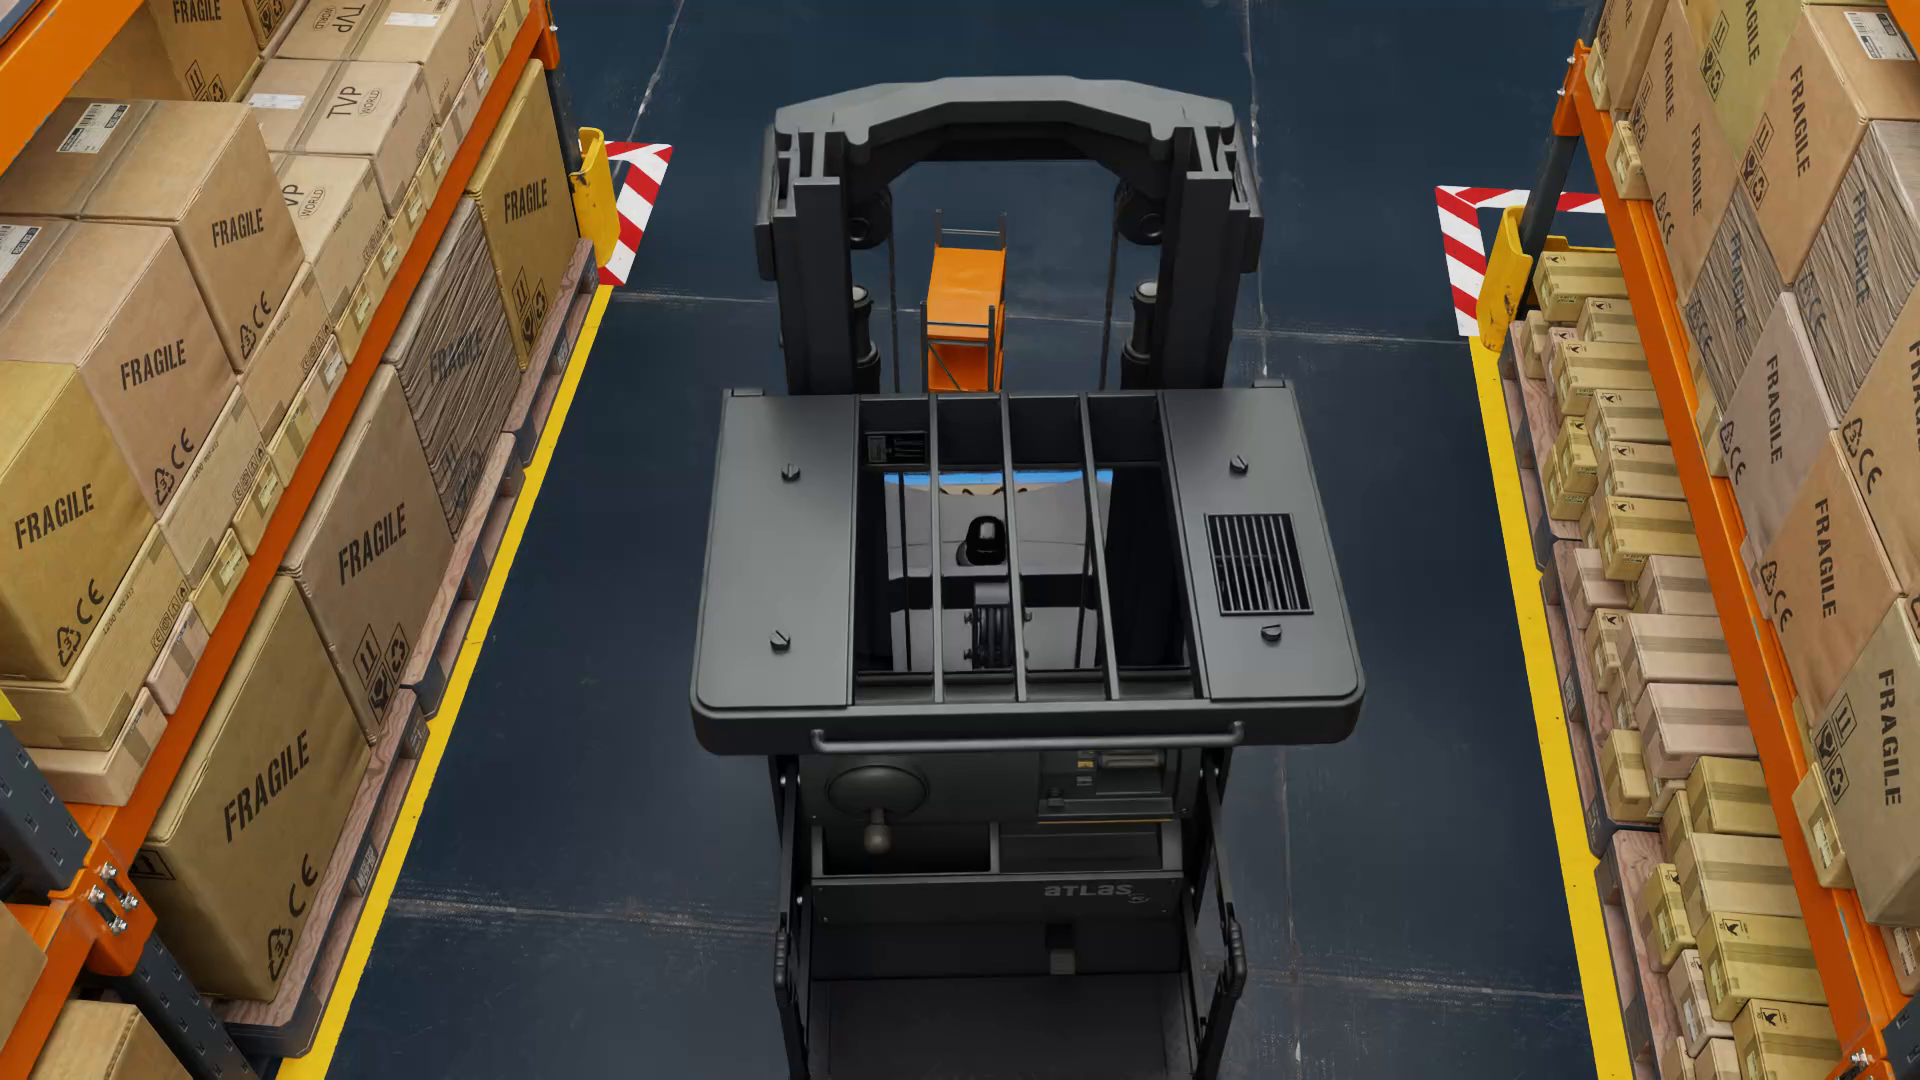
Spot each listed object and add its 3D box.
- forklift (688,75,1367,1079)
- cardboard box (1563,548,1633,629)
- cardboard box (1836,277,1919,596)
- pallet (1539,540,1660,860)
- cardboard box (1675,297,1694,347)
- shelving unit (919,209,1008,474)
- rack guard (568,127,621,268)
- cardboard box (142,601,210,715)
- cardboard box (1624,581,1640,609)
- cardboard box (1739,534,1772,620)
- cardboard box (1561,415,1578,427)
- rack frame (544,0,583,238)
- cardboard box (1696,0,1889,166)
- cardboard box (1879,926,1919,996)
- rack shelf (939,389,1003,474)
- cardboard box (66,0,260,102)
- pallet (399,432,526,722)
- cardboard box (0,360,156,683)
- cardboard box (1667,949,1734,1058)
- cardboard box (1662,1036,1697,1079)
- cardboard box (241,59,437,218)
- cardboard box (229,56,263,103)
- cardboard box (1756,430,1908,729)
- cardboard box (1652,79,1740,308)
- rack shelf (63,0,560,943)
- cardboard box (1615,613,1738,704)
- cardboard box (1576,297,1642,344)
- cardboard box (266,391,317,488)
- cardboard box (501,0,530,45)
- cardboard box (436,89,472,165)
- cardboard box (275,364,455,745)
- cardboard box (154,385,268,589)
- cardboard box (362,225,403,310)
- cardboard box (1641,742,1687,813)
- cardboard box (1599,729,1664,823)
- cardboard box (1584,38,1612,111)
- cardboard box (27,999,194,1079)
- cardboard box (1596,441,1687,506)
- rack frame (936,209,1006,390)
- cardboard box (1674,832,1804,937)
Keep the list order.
[{"bbox_3d":[0.100,0.623,3.694,1.130,2.935,3.031,-1,48,-1],"label":"forklift"},{"bbox_3d":[2.305,0.172,5.707,0.380,0.149,0.250,2,48,2],"label":"cardboard box"},{"bbox_3d":[2.250,-0.221,3.472,0.500,0.500,0.500,3,48,2],"label":"cardboard box"},{"bbox_3d":[2.569,0.541,5.612,1.003,0.211,1.213,4,48,4],"label":"pallet"},{"bbox_3d":[2.397,-0.683,5.012,0.380,0.149,0.250,3,48,3],"label":"cardboard box"},{"bbox_3d":[0.015,-0.527,5.919,0.258,1.200,0.503,4,48,4],"label":"shelving unit"},{"bbox_3d":[-2.129,-1.526,7.307,1.175,0.500,0.348,4,48,4],"label":"rack guard"},{"bbox_3d":[-2.113,0.284,4.128,0.380,0.149,0.250,2,48,2],"label":"cardboard box"},{"bbox_3d":[2.436,0.111,5.561,0.380,0.149,0.250,6,48,6],"label":"cardboard box"},{"bbox_3d":[2.270,0.076,4.318,0.380,0.149,0.250,2,48,2],"label":"cardboard box"},{"bbox_3d":[2.475,-0.380,6.212,0.380,0.149,0.250,4,48,4],"label":"cardboard box"},{"bbox_3d":[-2.131,-2.352,6.369,1.000,3.000,0.127,4,48,4],"label":"rack frame"},{"bbox_3d":[2.385,-1.352,4.507,0.500,0.500,0.500,3,48,3],"label":"cardboard box"},{"bbox_3d":[2.228,0.854,3.606,0.380,0.149,0.250,3,48,3],"label":"cardboard box"},{"bbox_3d":[0.015,-0.347,6.115,0.258,0.148,0.480,4,48,4],"label":"rack shelf"},{"bbox_3d":[-2.530,-1.572,5.047,0.500,0.500,0.500,3,48,2],"label":"cardboard box"},{"bbox_3d":[-2.239,0.076,6.038,1.003,0.211,1.213,4,48,4],"label":"pallet"},{"bbox_3d":[-2.197,-0.051,3.655,0.500,0.500,0.500,4,48,4],"label":"cardboard box"},{"bbox_3d":[2.159,1.262,4.508,0.380,0.149,0.250,2,48,2],"label":"cardboard box"},{"bbox_3d":[2.131,1.504,4.489,0.380,0.149,0.250,4,48,4],"label":"cardboard box"},{"bbox_3d":[-2.004,-1.281,5.289,0.500,0.250,0.500,2,48,2],"label":"cardboard box"},{"bbox_3d":[-2.534,-1.316,5.321,0.500,0.250,0.500,2,48,2],"label":"cardboard box"},{"bbox_3d":[2.246,0.105,3.852,0.500,0.500,0.500,3,48,2],"label":"cardboard box"},{"bbox_3d":[2.403,-1.013,4.875,0.500,0.500,0.500,4,48,4],"label":"cardboard box"},{"bbox_3d":[-2.313,-0.640,5.290,1.077,0.370,4.000,4,48,4],"label":"rack shelf"},{"bbox_3d":[2.254,0.372,5.121,0.380,0.149,0.250,2,48,2],"label":"cardboard box"},{"bbox_3d":[2.508,-0.752,6.149,0.380,0.149,0.250,5,48,4],"label":"cardboard box"},{"bbox_3d":[-2.044,-0.291,4.654,0.380,0.149,0.250,3,48,3],"label":"cardboard box"},{"bbox_3d":[-1.835,-1.984,6.202,0.380,0.149,0.250,5,48,4],"label":"cardboard box"},{"bbox_3d":[-1.905,-1.424,5.690,0.380,0.149,0.250,5,48,4],"label":"cardboard box"},{"bbox_3d":[-2.273,0.021,5.353,0.875,0.875,0.875,4,48,4],"label":"cardboard box"},{"bbox_3d":[-2.141,-0.155,4.259,0.500,0.250,0.500,4,48,3],"label":"cardboard box"},{"bbox_3d":[-1.975,-0.860,5.174,0.380,0.149,0.250,5,48,4],"label":"cardboard box"},{"bbox_3d":[2.290,0.698,5.025,0.380,0.149,0.250,5,48,4],"label":"cardboard box"},{"bbox_3d":[2.225,0.744,5.184,0.380,0.149,0.250,4,48,3],"label":"cardboard box"},{"bbox_3d":[2.443,-1.644,5.891,0.380,0.149,0.250,4,48,3],"label":"cardboard box"},{"bbox_3d":[-2.534,1.634,3.878,1.225,0.875,0.875,4,48,4],"label":"cardboard box"},{"bbox_3d":[2.383,-0.184,5.630,0.380,0.149,0.250,6,48,5],"label":"cardboard box"},{"bbox_3d":[0.037,-0.706,6.082,0.240,1.200,0.015,4,48,4],"label":"rack frame"},{"bbox_3d":[2.207,0.962,4.582,0.380,0.149,0.250,3,48,3],"label":"cardboard box"}]
